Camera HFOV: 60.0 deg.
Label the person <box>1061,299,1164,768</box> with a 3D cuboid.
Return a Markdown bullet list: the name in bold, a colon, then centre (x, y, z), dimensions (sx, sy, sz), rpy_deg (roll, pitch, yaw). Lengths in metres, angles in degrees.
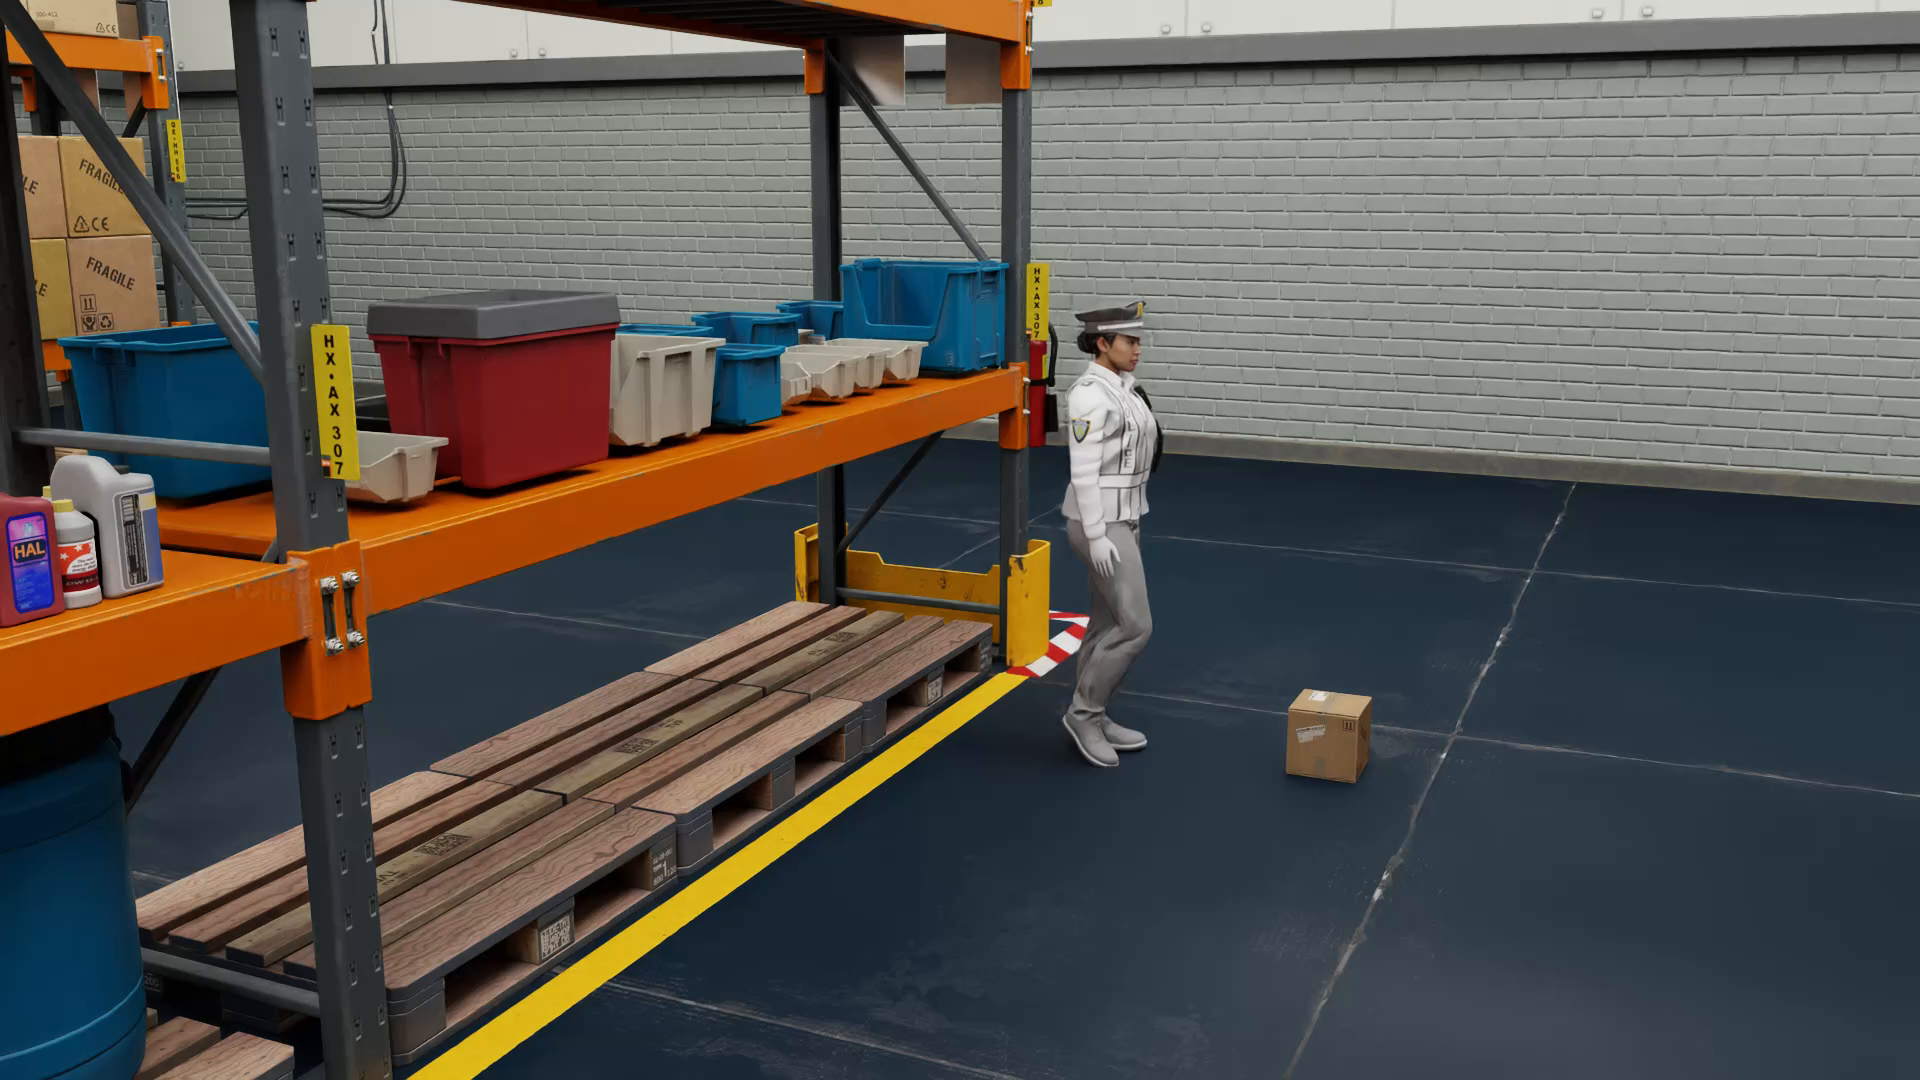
- **person**: centre (0.566, -0.033, 6.095), dimensions (0.375, 1.689, 0.505), rpy_deg (5, 13, 21)
